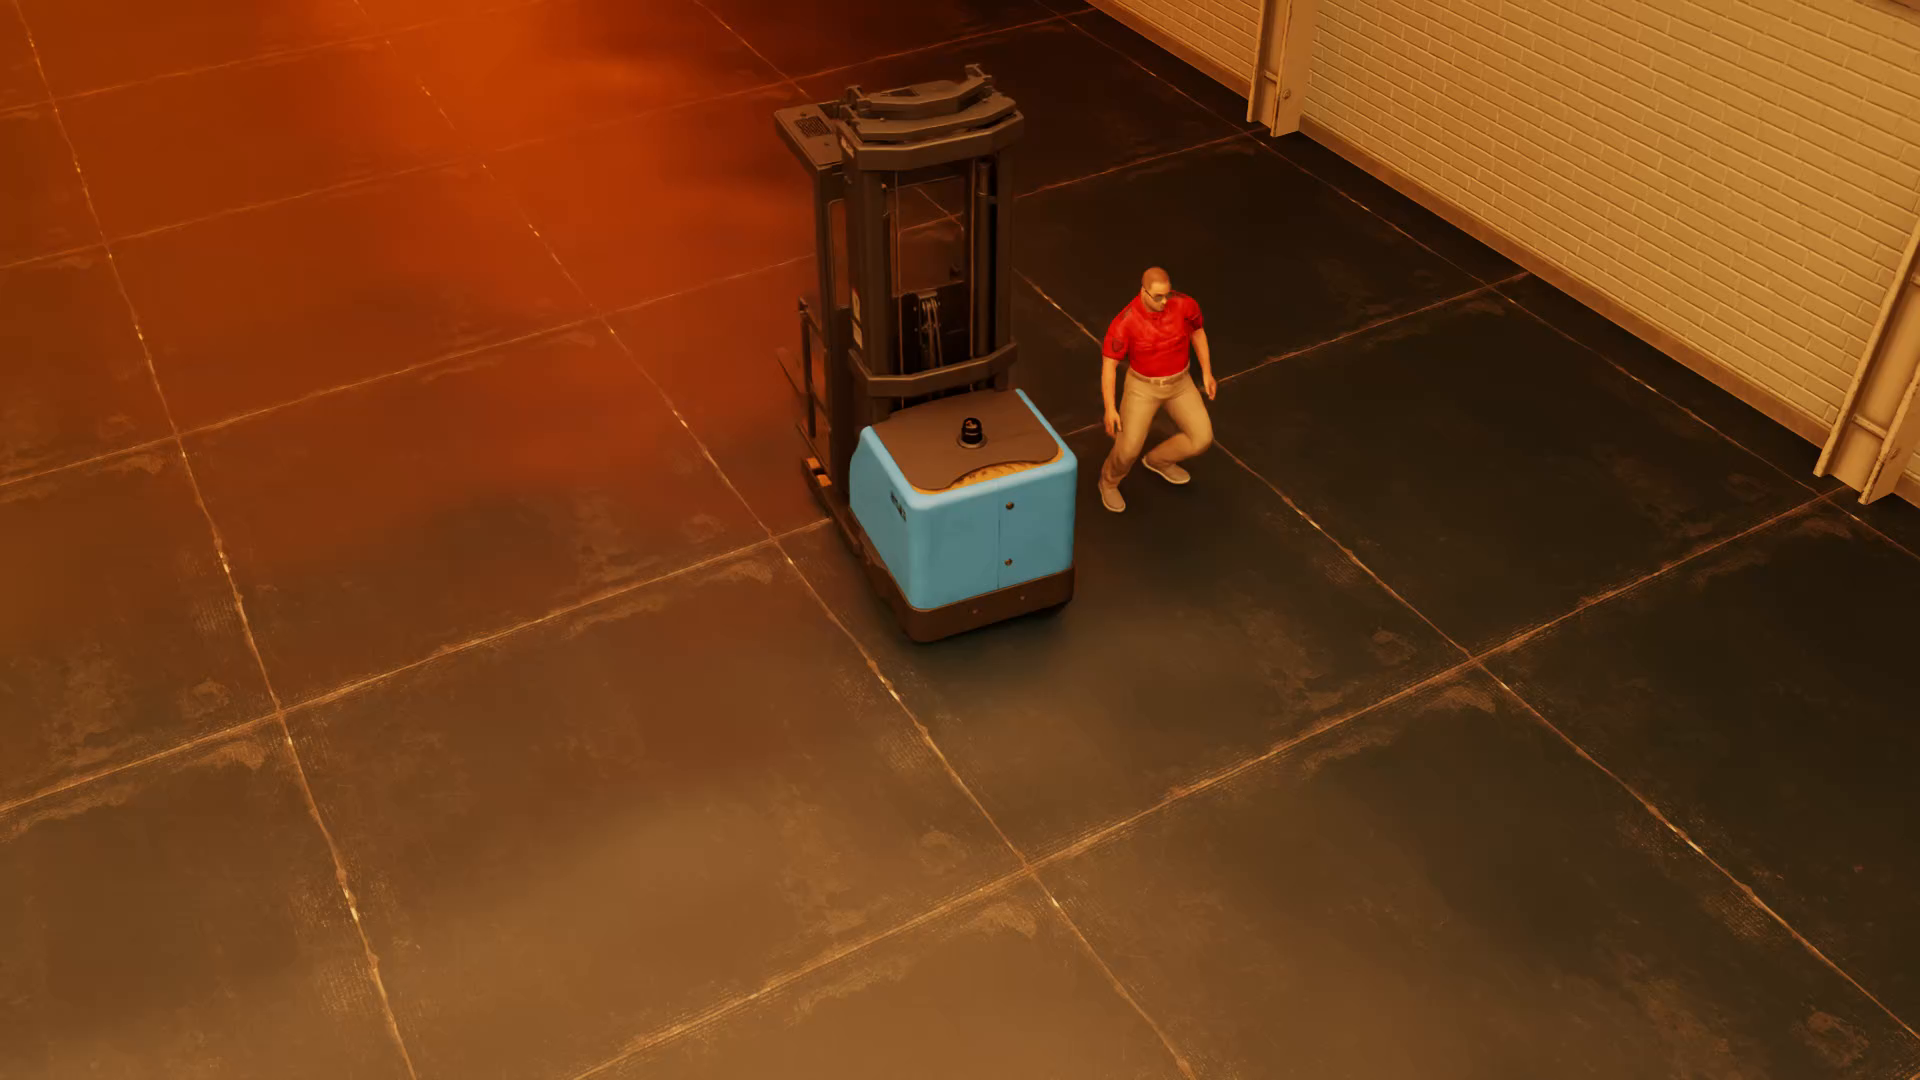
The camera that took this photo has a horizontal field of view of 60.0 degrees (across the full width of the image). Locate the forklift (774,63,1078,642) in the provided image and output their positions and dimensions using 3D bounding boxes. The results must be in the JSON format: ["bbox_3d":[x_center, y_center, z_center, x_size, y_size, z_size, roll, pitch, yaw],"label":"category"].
[{"bbox_3d":[-0.379,-1.486,9.828,1.130,2.935,3.031,-15,42,-18],"label":"forklift"}]

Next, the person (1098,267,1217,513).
[{"bbox_3d":[1.191,-0.919,10.164,0.776,1.623,0.506,-10,41,-12],"label":"person"}]
